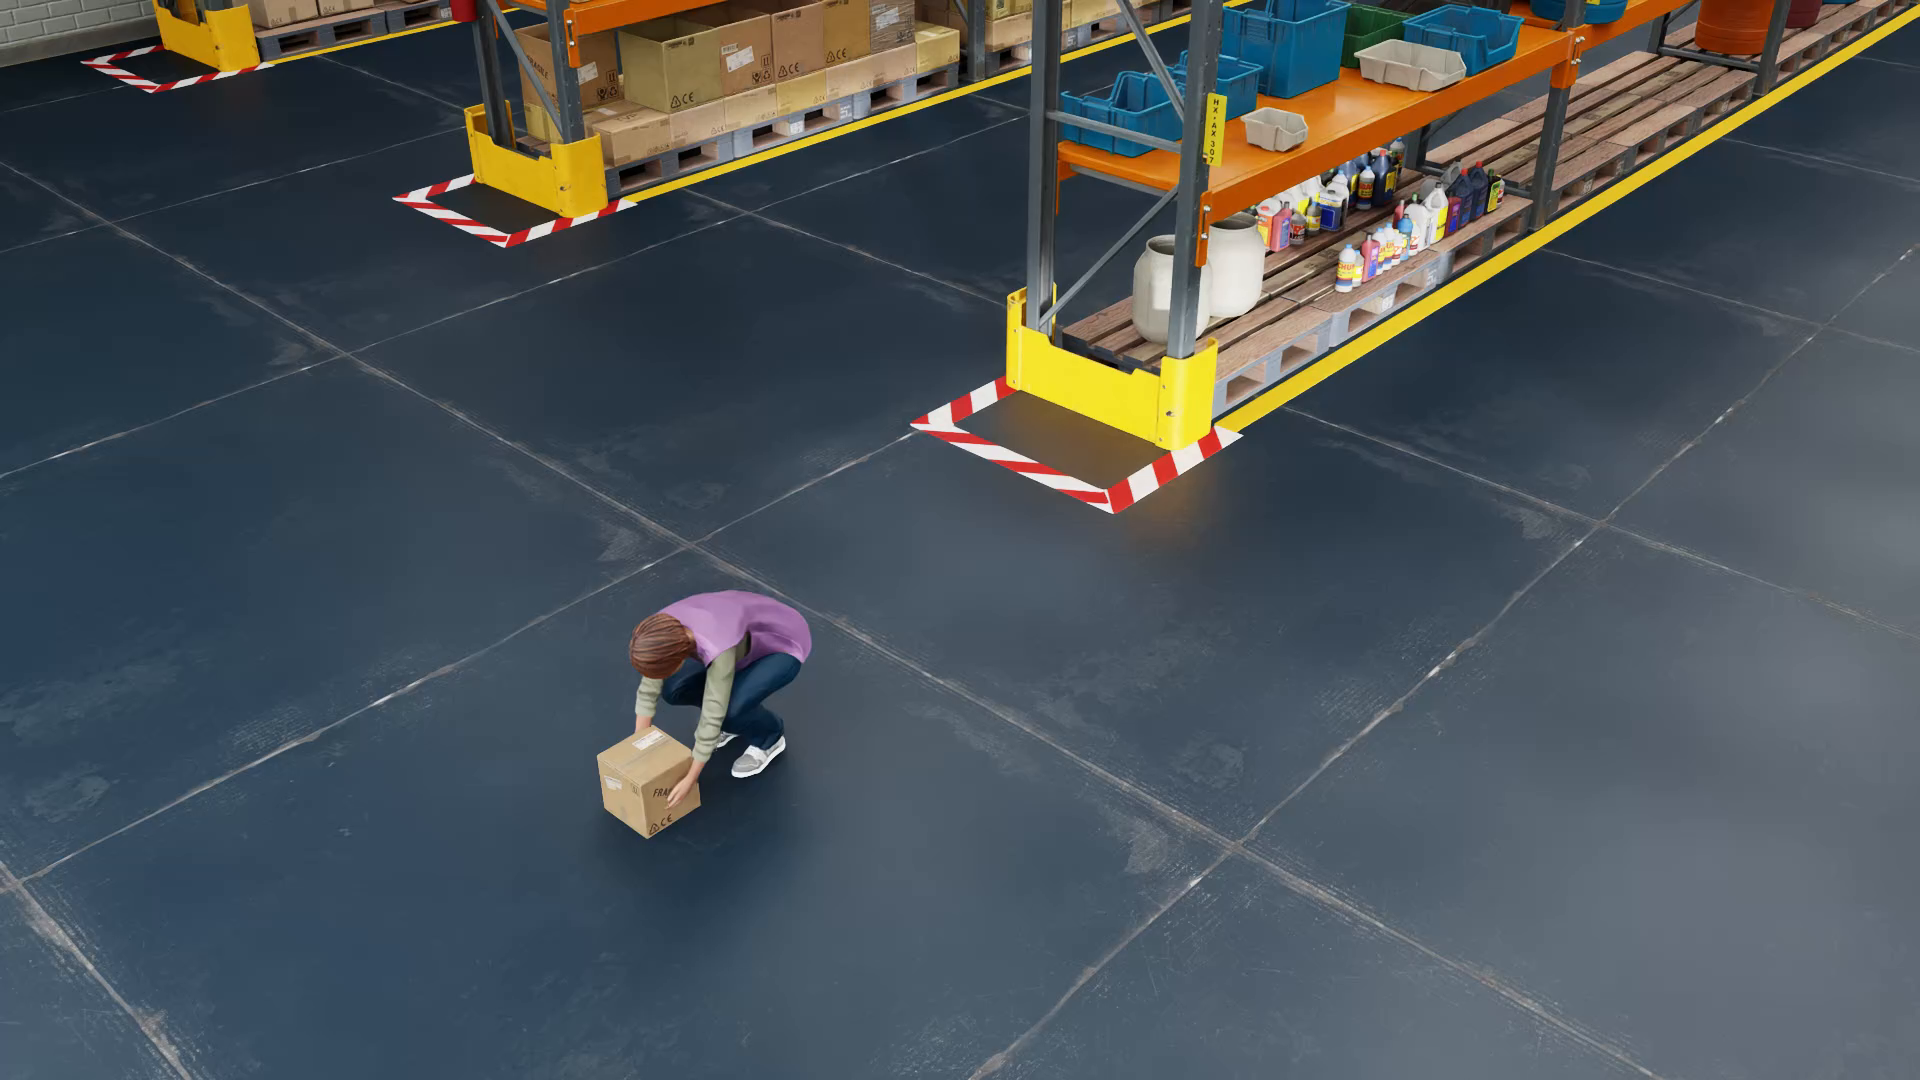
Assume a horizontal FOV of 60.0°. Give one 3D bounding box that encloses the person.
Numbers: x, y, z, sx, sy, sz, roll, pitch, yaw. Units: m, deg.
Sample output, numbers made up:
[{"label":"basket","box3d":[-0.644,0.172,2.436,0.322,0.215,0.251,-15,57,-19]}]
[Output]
[{"label":"person","box3d":[-0.877,0.504,6.091,0.441,0.800,0.806,25,40,35]}]
